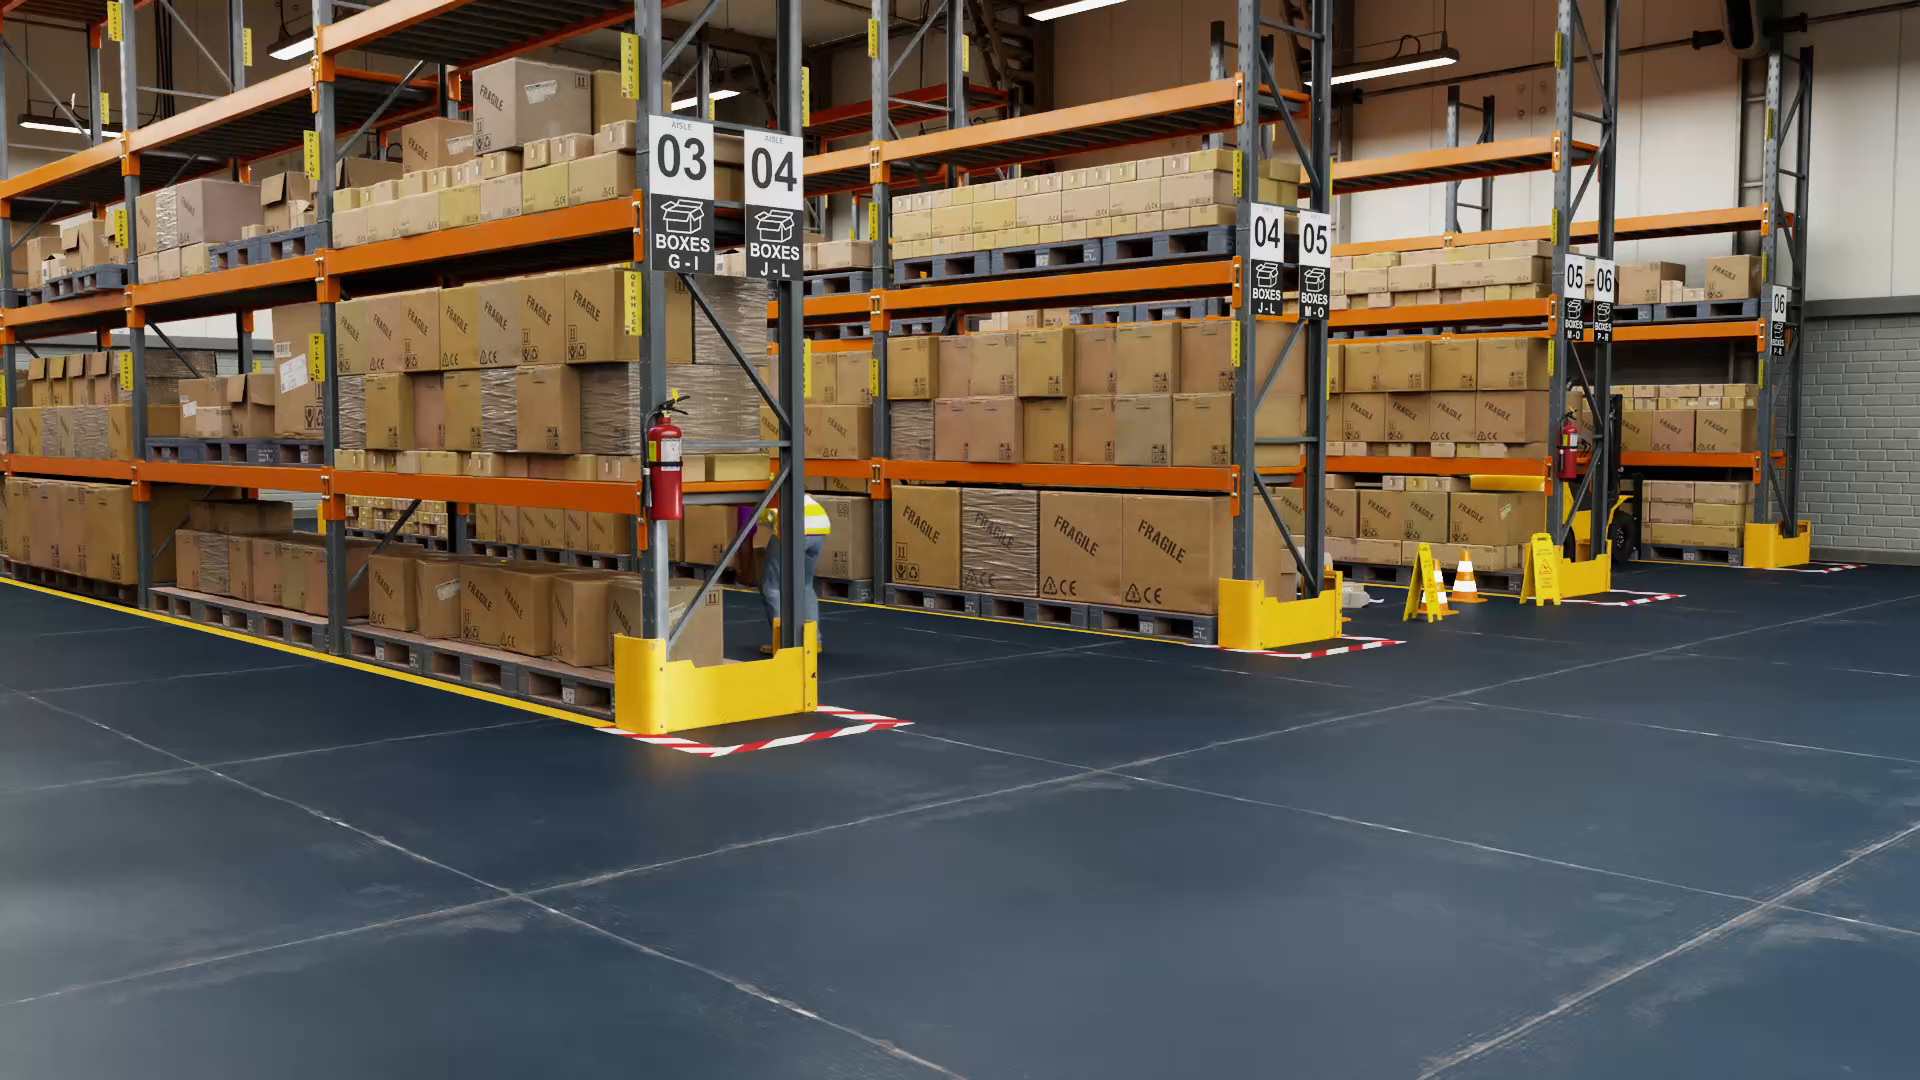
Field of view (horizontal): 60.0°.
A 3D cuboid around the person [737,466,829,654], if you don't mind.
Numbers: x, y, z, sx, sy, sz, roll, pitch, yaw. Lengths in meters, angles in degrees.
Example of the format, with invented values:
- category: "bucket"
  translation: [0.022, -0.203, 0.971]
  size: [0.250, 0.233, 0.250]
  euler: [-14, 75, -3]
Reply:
- category: "person"
  translation: [-1.324, 0.069, 11.876]
  size: [0.857, 1.454, 0.488]
  euler: [4, 5, 44]
